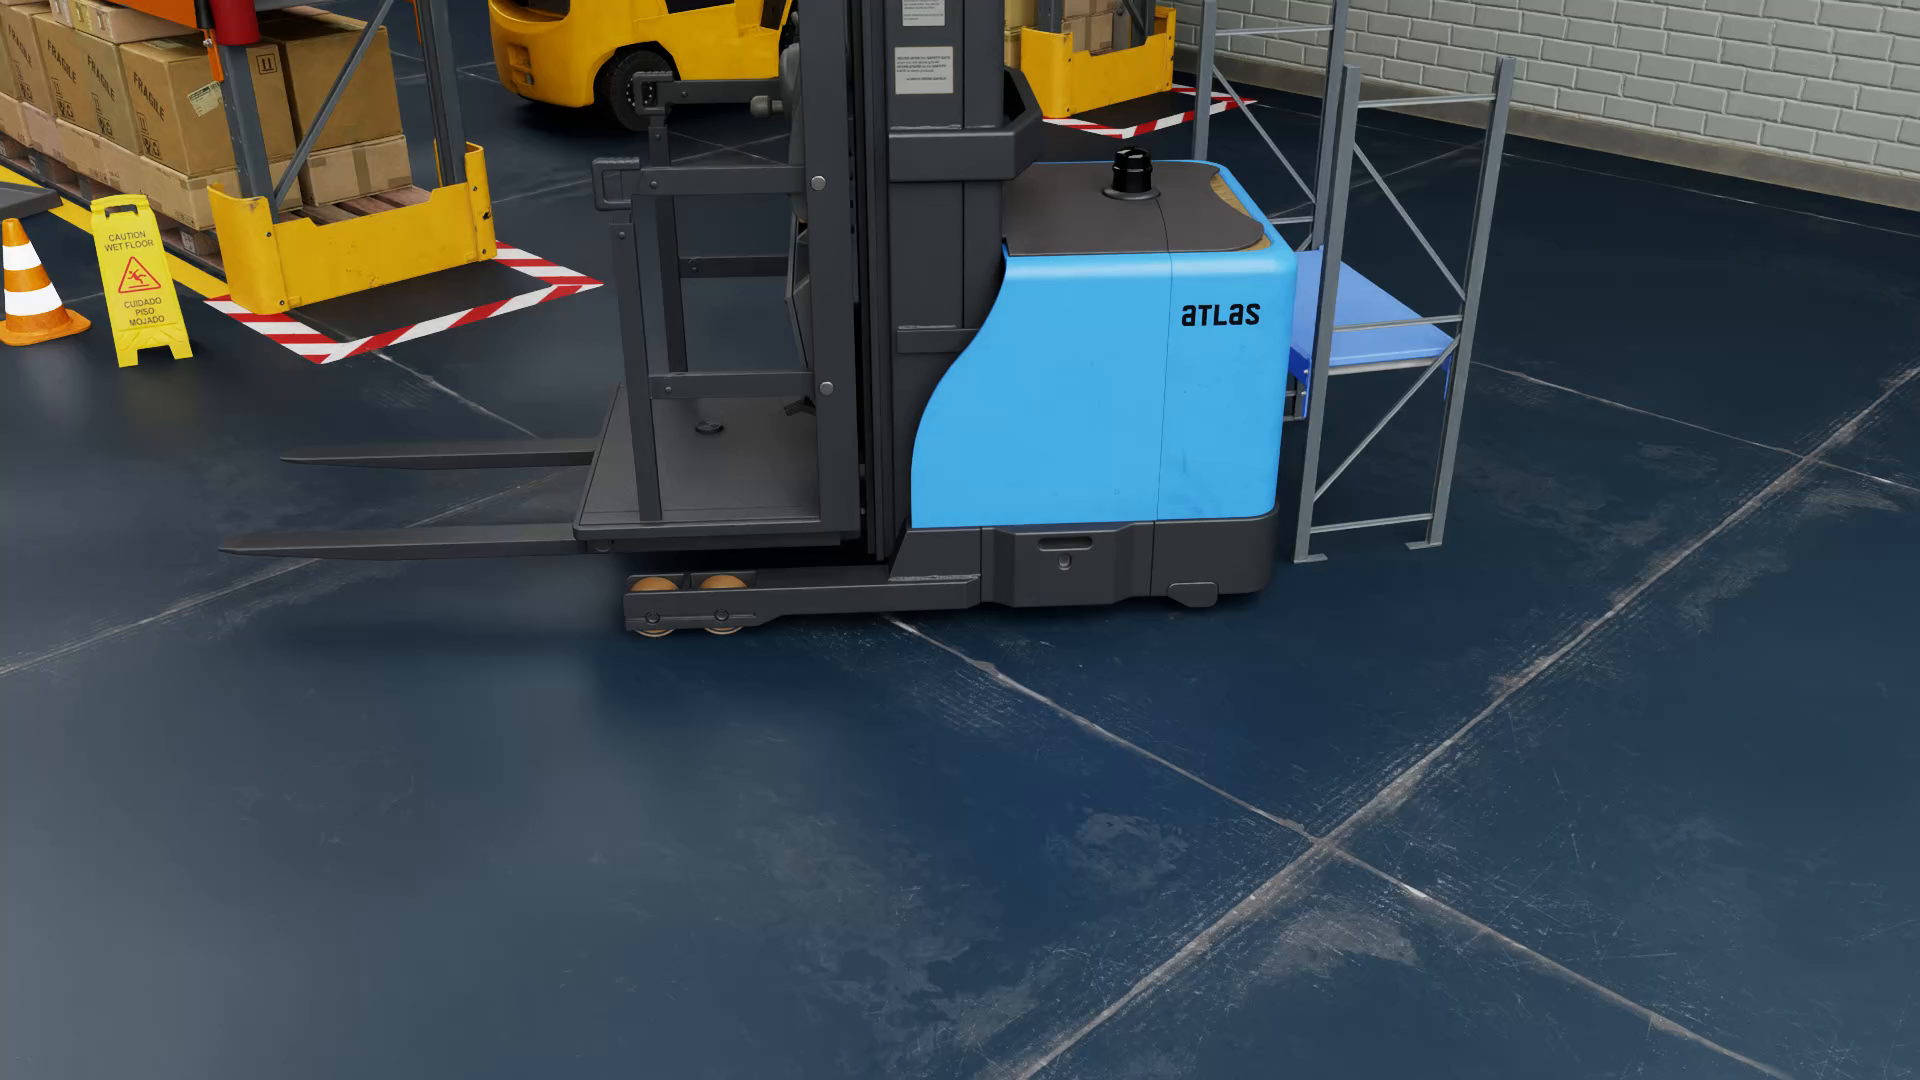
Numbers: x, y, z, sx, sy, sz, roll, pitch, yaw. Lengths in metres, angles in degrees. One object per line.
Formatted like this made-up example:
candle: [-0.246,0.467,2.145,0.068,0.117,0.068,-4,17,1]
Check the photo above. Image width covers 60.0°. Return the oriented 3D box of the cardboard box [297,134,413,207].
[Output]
cardboard box: [-2.999,-1.820,7.991,0.500,0.250,0.500,24,36,38]

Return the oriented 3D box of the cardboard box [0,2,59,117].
cardboard box: [-4.480,-2.479,8.440,0.500,0.500,0.500,-23,35,-37]

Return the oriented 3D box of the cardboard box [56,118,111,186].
cardboard box: [-4.123,-1.980,8.296,0.500,0.250,0.500,23,35,37]

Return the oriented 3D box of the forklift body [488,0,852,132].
forklift body: [-1.771,-3.782,10.132,1.214,2.155,2.313,25,36,38]

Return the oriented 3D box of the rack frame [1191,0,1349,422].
rack frame: [1.016,-1.083,5.697,0.500,1.500,0.032,-7,28,-13]

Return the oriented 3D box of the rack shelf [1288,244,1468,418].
rack shelf: [1.140,-0.694,5.344,0.538,0.185,1.000,-7,28,-13]

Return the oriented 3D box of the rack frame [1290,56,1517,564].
rack frame: [1.265,-0.624,4.824,0.500,1.500,0.032,-7,28,-13]

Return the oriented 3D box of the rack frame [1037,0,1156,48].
rack frame: [0.860,-4.145,9.909,0.127,3.000,1.000,25,36,38]

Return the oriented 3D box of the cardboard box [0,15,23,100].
cardboard box: [-4.848,-2.649,8.763,0.500,0.500,0.500,-24,36,-37]

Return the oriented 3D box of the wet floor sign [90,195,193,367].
wet floor sign: [-3.232,-1.037,6.529,0.267,0.644,0.232,-13,30,-22]

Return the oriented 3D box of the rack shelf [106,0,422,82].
rack shelf: [-4.043,-2.830,8.182,4.000,0.370,1.077,25,36,38]

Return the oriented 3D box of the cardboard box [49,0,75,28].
cardboard box: [-4.044,-2.526,7.831,0.380,0.149,0.250,-23,36,-37]

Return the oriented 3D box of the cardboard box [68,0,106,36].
cardboard box: [-3.857,-2.439,7.667,0.380,0.149,0.250,-25,36,-38]

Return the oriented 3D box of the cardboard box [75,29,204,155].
cardboard box: [-3.746,-2.141,7.796,0.500,0.500,0.500,-24,36,-37]

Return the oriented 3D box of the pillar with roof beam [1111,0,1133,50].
pillar with roof beam: [-2.023,-5.897,6.797,0.400,9.000,9.100,25,36,38]

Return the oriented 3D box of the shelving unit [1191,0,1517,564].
shelving unit: [1.141,-0.853,5.260,0.538,1.500,1.048,-7,28,-13]

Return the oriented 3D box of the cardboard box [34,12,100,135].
cardboard box: [-4.101,-2.308,8.114,0.500,0.500,0.500,24,36,37]

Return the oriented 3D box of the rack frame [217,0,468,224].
rack frame: [-2.617,-2.496,6.774,0.127,3.000,1.000,25,36,38]

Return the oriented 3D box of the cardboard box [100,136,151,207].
cardboard box: [-3.746,-1.811,7.974,0.500,0.250,0.500,25,37,39]

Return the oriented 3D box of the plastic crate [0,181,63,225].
plastic crate: [-4.925,-1.725,8.444,0.583,0.080,0.402,12,30,22]

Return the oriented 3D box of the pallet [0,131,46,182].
pallet: [-4.966,-2.360,9.511,1.213,0.211,1.003,25,36,38]

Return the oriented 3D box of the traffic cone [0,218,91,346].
traffic cone: [-3.828,-1.085,6.817,0.334,0.463,0.336,25,36,38]

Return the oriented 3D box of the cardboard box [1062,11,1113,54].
cardboard box: [0.647,-3.339,10.879,0.500,0.250,0.500,25,37,39]

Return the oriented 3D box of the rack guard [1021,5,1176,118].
rack guard: [0.877,-3.030,10.476,0.348,0.500,1.175,25,36,38]

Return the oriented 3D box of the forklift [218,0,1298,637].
forklift: [-0.623,-1.277,4.530,3.031,2.935,1.130,-2,28,-4]

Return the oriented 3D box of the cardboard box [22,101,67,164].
cardboard box: [-4.469,-2.145,8.610,0.500,0.250,0.500,24,36,38]

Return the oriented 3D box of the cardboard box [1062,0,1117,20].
cardboard box: [0.671,-3.557,10.758,0.500,0.250,0.500,-25,36,-38]

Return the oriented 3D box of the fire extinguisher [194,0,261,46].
fire extinguisher: [-2.859,-2.272,6.430,0.183,0.674,0.296,25,36,38]

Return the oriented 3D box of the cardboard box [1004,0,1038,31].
cardboard box: [0.294,-3.390,10.440,0.500,0.250,0.500,24,36,38]

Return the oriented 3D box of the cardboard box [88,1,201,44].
cardboard box: [-3.680,-2.356,7.509,0.380,0.149,0.250,-24,36,-38]

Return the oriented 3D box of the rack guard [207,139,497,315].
rack guard: [-2.671,-1.414,7.403,0.348,0.500,1.175,25,36,38]

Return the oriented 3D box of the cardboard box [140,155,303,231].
cardboard box: [-3.399,-1.647,7.663,0.500,0.250,0.500,24,36,38]

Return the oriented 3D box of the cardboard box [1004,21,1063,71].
cardboard box: [0.304,-3.162,10.543,0.500,0.250,0.500,25,37,39]

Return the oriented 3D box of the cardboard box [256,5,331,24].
cardboard box: [-3.392,-2.329,8.153,0.500,0.500,0.500,23,35,37]

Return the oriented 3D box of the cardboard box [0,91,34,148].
cardboard box: [-4.849,-2.318,8.938,0.500,0.250,0.500,-23,35,-36]

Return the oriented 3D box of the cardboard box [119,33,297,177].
cardboard box: [-3.371,-1.972,7.474,0.500,0.500,0.500,25,37,39]

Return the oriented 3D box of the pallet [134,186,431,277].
pallet: [-3.226,-1.563,7.997,1.213,0.211,1.003,25,36,38]

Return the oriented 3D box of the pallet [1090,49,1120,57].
pallet: [0.285,-3.146,11.006,1.213,0.211,1.003,25,36,38]

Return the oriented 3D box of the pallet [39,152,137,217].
pallet: [-4.092,-1.961,8.754,1.213,0.211,1.003,25,36,38]

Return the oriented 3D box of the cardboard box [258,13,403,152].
cardboard box: [-3.016,-2.159,7.831,0.500,0.500,0.500,23,36,37]

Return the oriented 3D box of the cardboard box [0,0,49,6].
cardboard box: [-4.629,-2.792,8.338,0.380,0.149,0.250,-23,35,-36]
